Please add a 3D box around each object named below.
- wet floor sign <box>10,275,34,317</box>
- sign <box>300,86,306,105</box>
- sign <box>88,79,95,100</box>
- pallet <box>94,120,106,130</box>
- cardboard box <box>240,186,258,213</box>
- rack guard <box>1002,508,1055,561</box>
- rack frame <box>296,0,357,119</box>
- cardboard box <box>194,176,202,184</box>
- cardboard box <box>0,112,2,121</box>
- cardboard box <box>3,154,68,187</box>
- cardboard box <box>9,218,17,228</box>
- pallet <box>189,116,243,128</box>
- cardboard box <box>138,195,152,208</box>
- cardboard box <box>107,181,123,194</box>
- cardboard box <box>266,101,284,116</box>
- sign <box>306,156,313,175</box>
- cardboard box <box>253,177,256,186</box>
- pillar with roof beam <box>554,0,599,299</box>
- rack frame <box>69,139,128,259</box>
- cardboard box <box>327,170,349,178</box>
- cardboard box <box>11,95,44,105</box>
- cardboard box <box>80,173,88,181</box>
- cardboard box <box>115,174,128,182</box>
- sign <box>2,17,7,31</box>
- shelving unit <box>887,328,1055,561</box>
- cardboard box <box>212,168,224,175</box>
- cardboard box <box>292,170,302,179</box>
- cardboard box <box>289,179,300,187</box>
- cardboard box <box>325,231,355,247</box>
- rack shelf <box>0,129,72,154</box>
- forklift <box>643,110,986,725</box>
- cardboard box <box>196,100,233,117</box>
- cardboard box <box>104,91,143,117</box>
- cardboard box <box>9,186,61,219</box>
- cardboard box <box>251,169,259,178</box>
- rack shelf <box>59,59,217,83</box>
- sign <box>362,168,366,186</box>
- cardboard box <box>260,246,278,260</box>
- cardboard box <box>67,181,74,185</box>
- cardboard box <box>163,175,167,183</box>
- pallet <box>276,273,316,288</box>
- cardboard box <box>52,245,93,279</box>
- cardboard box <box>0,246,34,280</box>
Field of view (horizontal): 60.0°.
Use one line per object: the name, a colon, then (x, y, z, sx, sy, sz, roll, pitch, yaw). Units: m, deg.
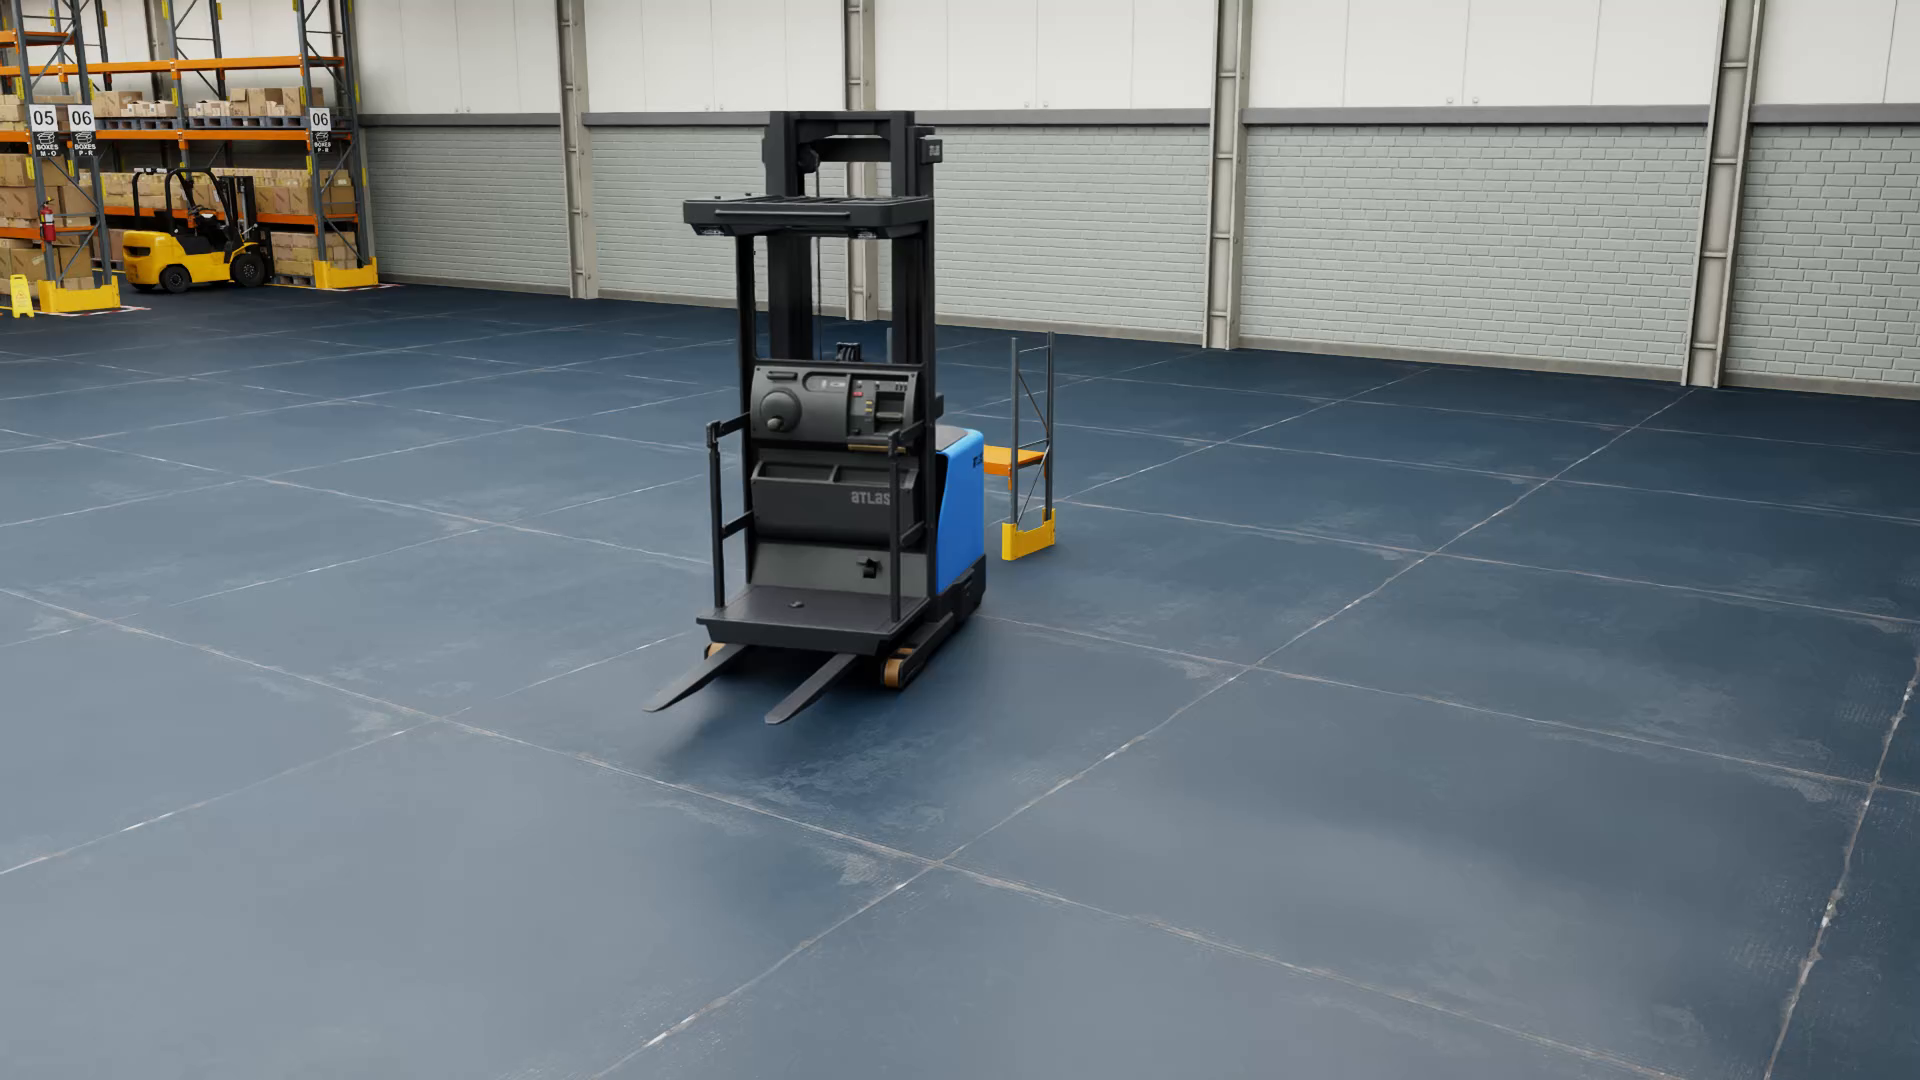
wet floor sign: (-14.587, -3.797, 25.818, 0.267, 0.644, 0.232, -10, 17, -35)
sign: (-11.695, -7.910, 29.613, 0.005, 0.325, 0.100, 9, 17, 33)
sign: (-13.845, -7.167, 26.471, 0.005, 0.325, 0.100, 9, 17, 33)
pallet: (-17.406, -8.533, 34.200, 1.003, 0.211, 1.213, 10, 17, 35)
cardboard box: (-13.209, -6.436, 31.372, 0.500, 0.500, 0.500, 9, 17, 33)
rack guard: (0.476, -0.044, 11.482, 0.087, 0.250, 0.587, 9, 17, 33)
rack frame: (-11.380, -9.081, 29.779, 0.127, 3.000, 1.000, 9, 17, 33)
cardboard box: (-14.582, -6.973, 32.192, 0.250, 0.149, 0.380, 9, 16, 32)
cardboard box: (-15.132, -6.791, 26.466, 0.500, 0.250, 0.500, 9, 16, 32)
cardboard box: (-14.693, -5.882, 26.433, 0.500, 0.500, 0.700, 9, 16, 31)
cardboard box: (-15.050, -5.114, 26.764, 0.250, 0.149, 0.380, 9, 16, 32)
pallet: (-13.977, -8.009, 31.876, 1.213, 0.211, 1.003, 9, 17, 33)
cardboard box: (-16.079, -6.787, 33.309, 0.500, 0.250, 0.500, 9, 17, 33)
cardboard box: (-16.948, -7.162, 33.784, 0.500, 0.250, 0.500, 9, 16, 31)
cardboard box: (-12.448, -7.896, 30.435, 0.258, 0.266, 0.396, 9, 17, 33)
sign: (-11.695, -6.739, 29.902, 0.005, 0.325, 0.100, 9, 17, 33)
cardboard box: (-13.059, -6.741, 31.255, 0.250, 0.149, 0.380, 9, 17, 32)
pillar with roof beam: (-8.879, -7.691, 24.164, 0.400, 9.000, 9.100, 9, 17, 33)
rack frame: (-18.019, -7.241, 34.834, 0.127, 3.000, 1.000, 9, 17, 33)
cardboard box: (-11.540, -6.764, 30.728, 0.250, 0.149, 0.380, 9, 16, 32)
cardboard box: (-14.593, -6.886, 26.019, 0.250, 0.149, 0.380, 9, 17, 33)
cardboard box: (-17.919, -7.503, 34.334, 0.250, 0.149, 0.380, 10, 17, 34)
cardboard box: (-16.842, -7.332, 33.643, 0.250, 0.149, 0.380, 10, 17, 34)
sign: (-21.033, -11.332, 36.599, 0.005, 0.325, 0.100, 9, 17, 33)
shelving unit: (0.063, -0.718, 11.602, 1.083, 1.500, 0.587, 9, 17, 33)
cardboard box: (-14.117, -7.061, 31.929, 0.250, 0.149, 0.380, 9, 16, 32)
cardboard box: (-12.017, -6.709, 30.507, 0.250, 0.149, 0.380, 9, 17, 33)
cardboard box: (-12.053, -6.551, 30.486, 0.250, 0.149, 0.380, 9, 17, 34)
cardboard box: (-11.674, -5.625, 31.072, 0.500, 0.250, 0.500, 9, 16, 32)
rack shelf: (-15.807, -6.553, 27.309, 4.000, 0.370, 1.077, 9, 17, 33)
forklift: (-0.736, -0.745, 8.734, 1.130, 2.935, 3.031, 4, 14, 15)
cardboard box: (-14.145, -8.210, 31.607, 0.500, 0.311, 0.500, 10, 17, 34)
cardboard box: (-16.709, -8.716, 33.259, 0.500, 0.500, 0.500, 10, 17, 34)
cardboard box: (-14.752, -5.389, 26.524, 0.500, 0.500, 0.500, 9, 16, 32)
cardboard box: (-13.071, -6.887, 31.224, 0.250, 0.149, 0.380, 9, 17, 34)
rack shelf: (-16.359, -9.342, 33.164, 4.000, 0.370, 1.077, 9, 17, 33)
sign: (-11.066, -6.737, 30.830, 0.005, 0.325, 0.100, 9, 17, 33)
cardboard box: (-12.809, -5.418, 31.275, 0.500, 0.250, 0.500, 9, 16, 32)
cardboard box: (-19.075, -7.449, 35.112, 0.500, 0.250, 0.500, 8, 16, 30)
cardboard box: (-15.505, -7.144, 32.883, 0.250, 0.149, 0.380, 9, 17, 33)
pallet: (-12.038, -4.909, 31.215, 1.213, 0.211, 1.003, 9, 17, 33)
cardboard box: (-14.683, -4.578, 27.362, 0.500, 0.500, 0.500, 9, 16, 31)
cardboard box: (-15.393, -4.536, 27.193, 0.500, 0.500, 0.500, 10, 17, 35)
